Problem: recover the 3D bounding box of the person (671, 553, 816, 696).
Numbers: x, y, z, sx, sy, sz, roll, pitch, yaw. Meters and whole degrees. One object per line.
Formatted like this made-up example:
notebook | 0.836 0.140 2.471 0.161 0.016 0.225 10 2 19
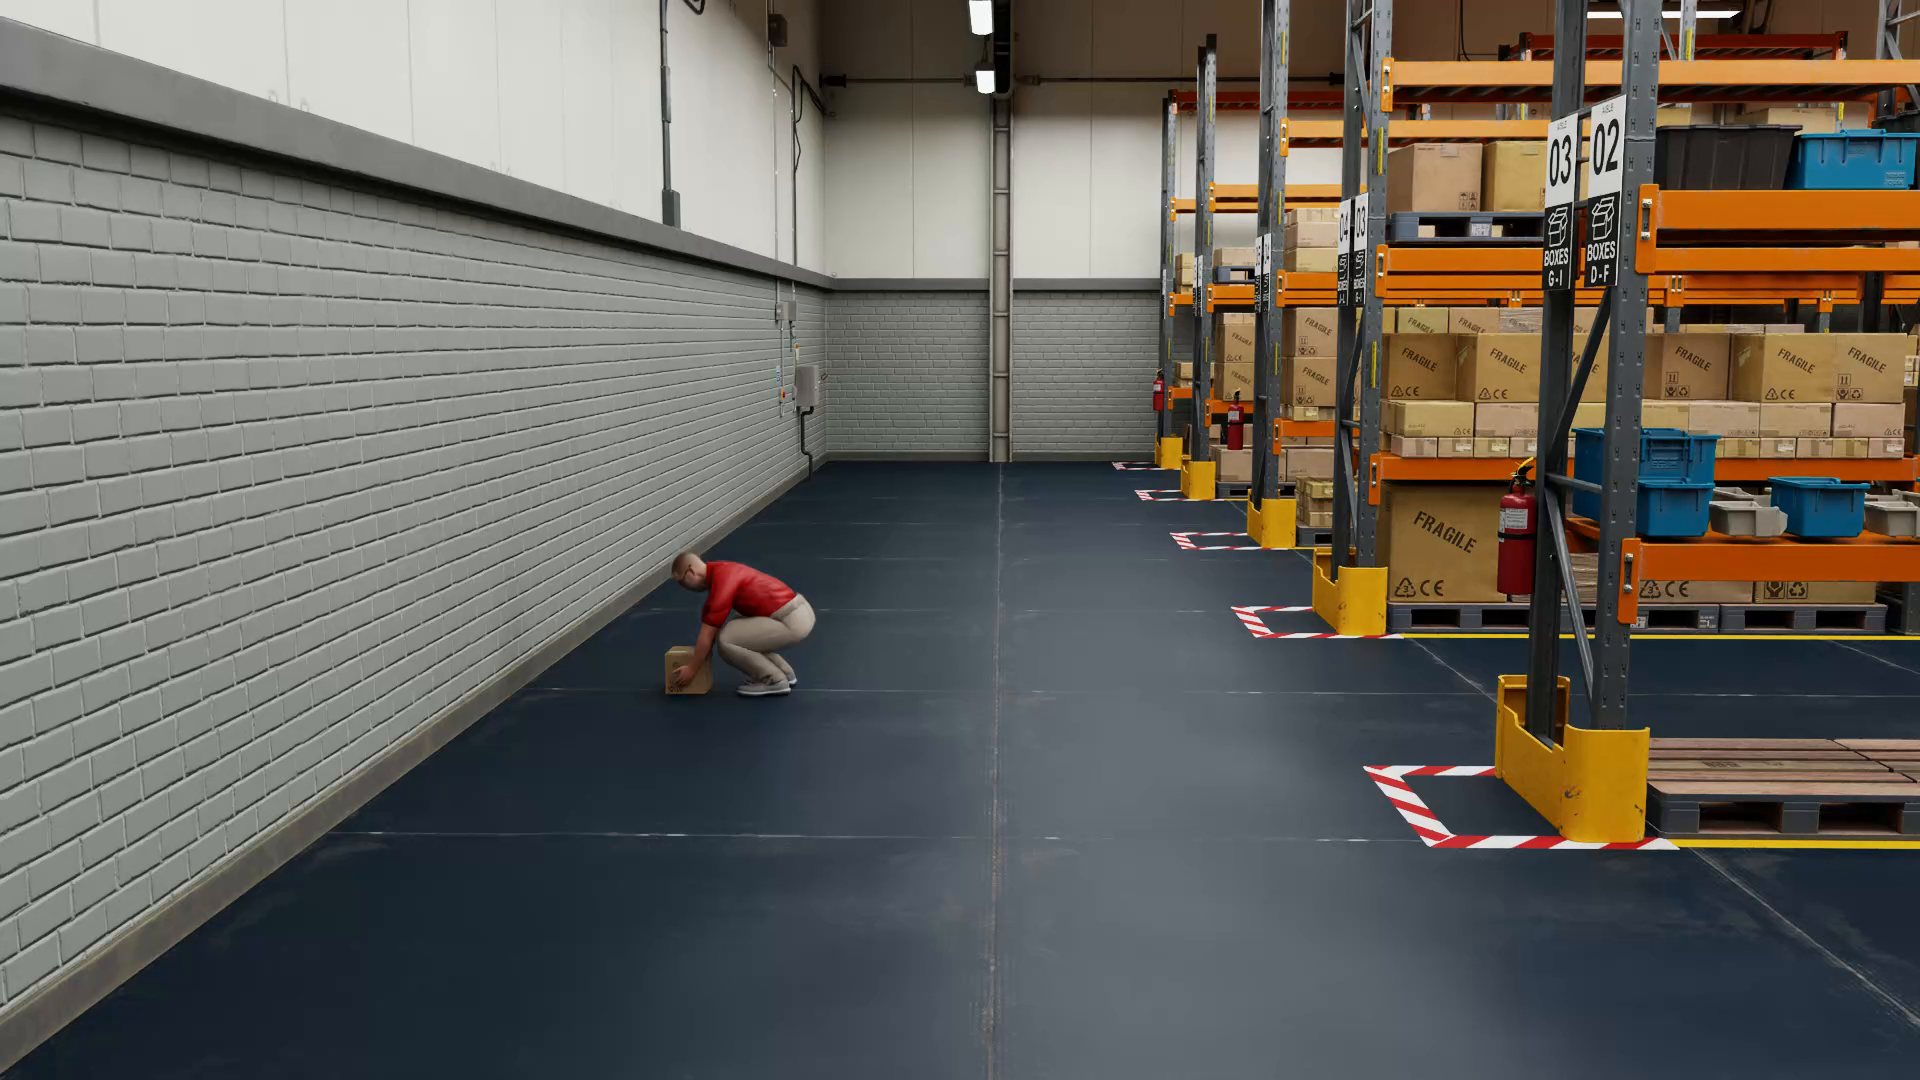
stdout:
person | -1.337 0.506 10.264 0.869 0.876 0.560 0 7 1
